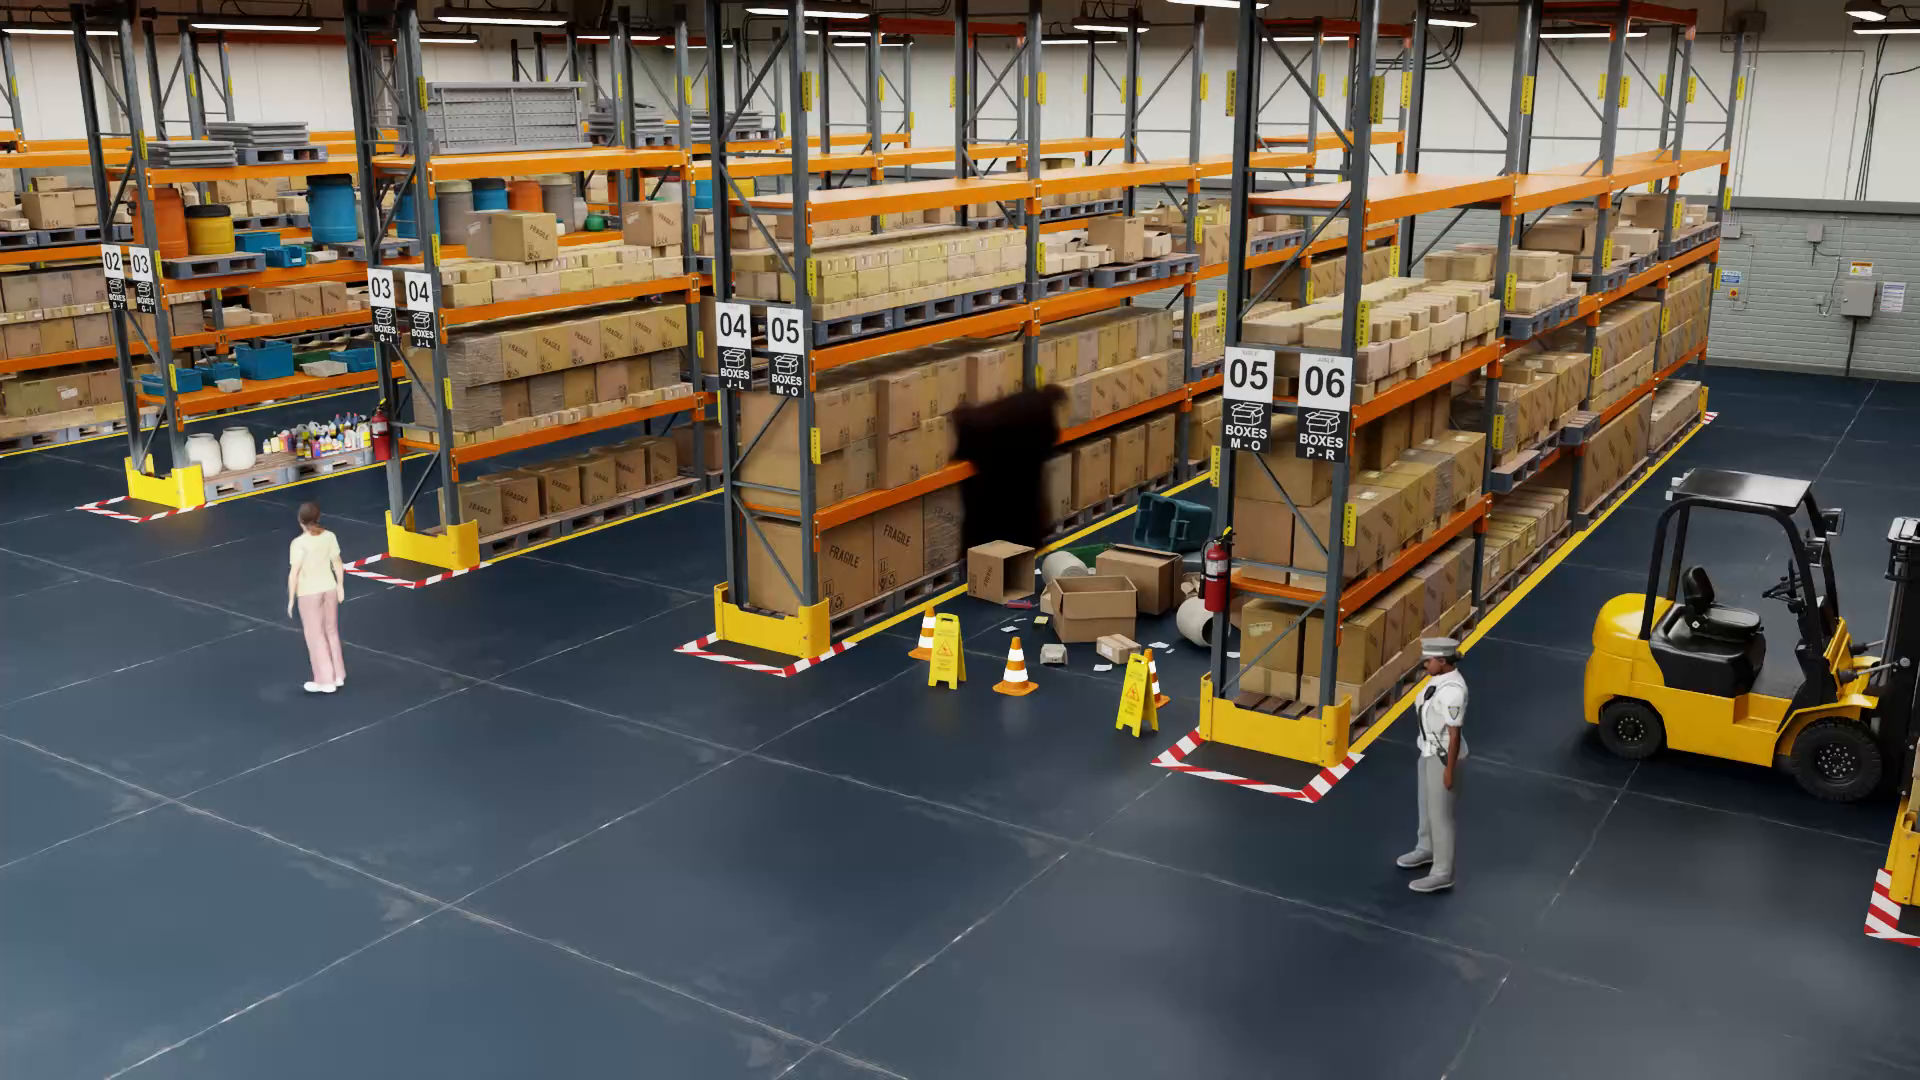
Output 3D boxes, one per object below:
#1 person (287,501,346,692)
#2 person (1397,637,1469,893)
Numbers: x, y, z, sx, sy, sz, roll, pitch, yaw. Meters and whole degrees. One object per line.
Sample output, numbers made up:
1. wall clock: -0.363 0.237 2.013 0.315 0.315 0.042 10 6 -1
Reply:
1. person: -5.538 0.500 14.337 0.356 1.703 0.570 9 18 29
2. person: 3.135 1.444 10.934 0.361 1.663 0.546 1 16 3
